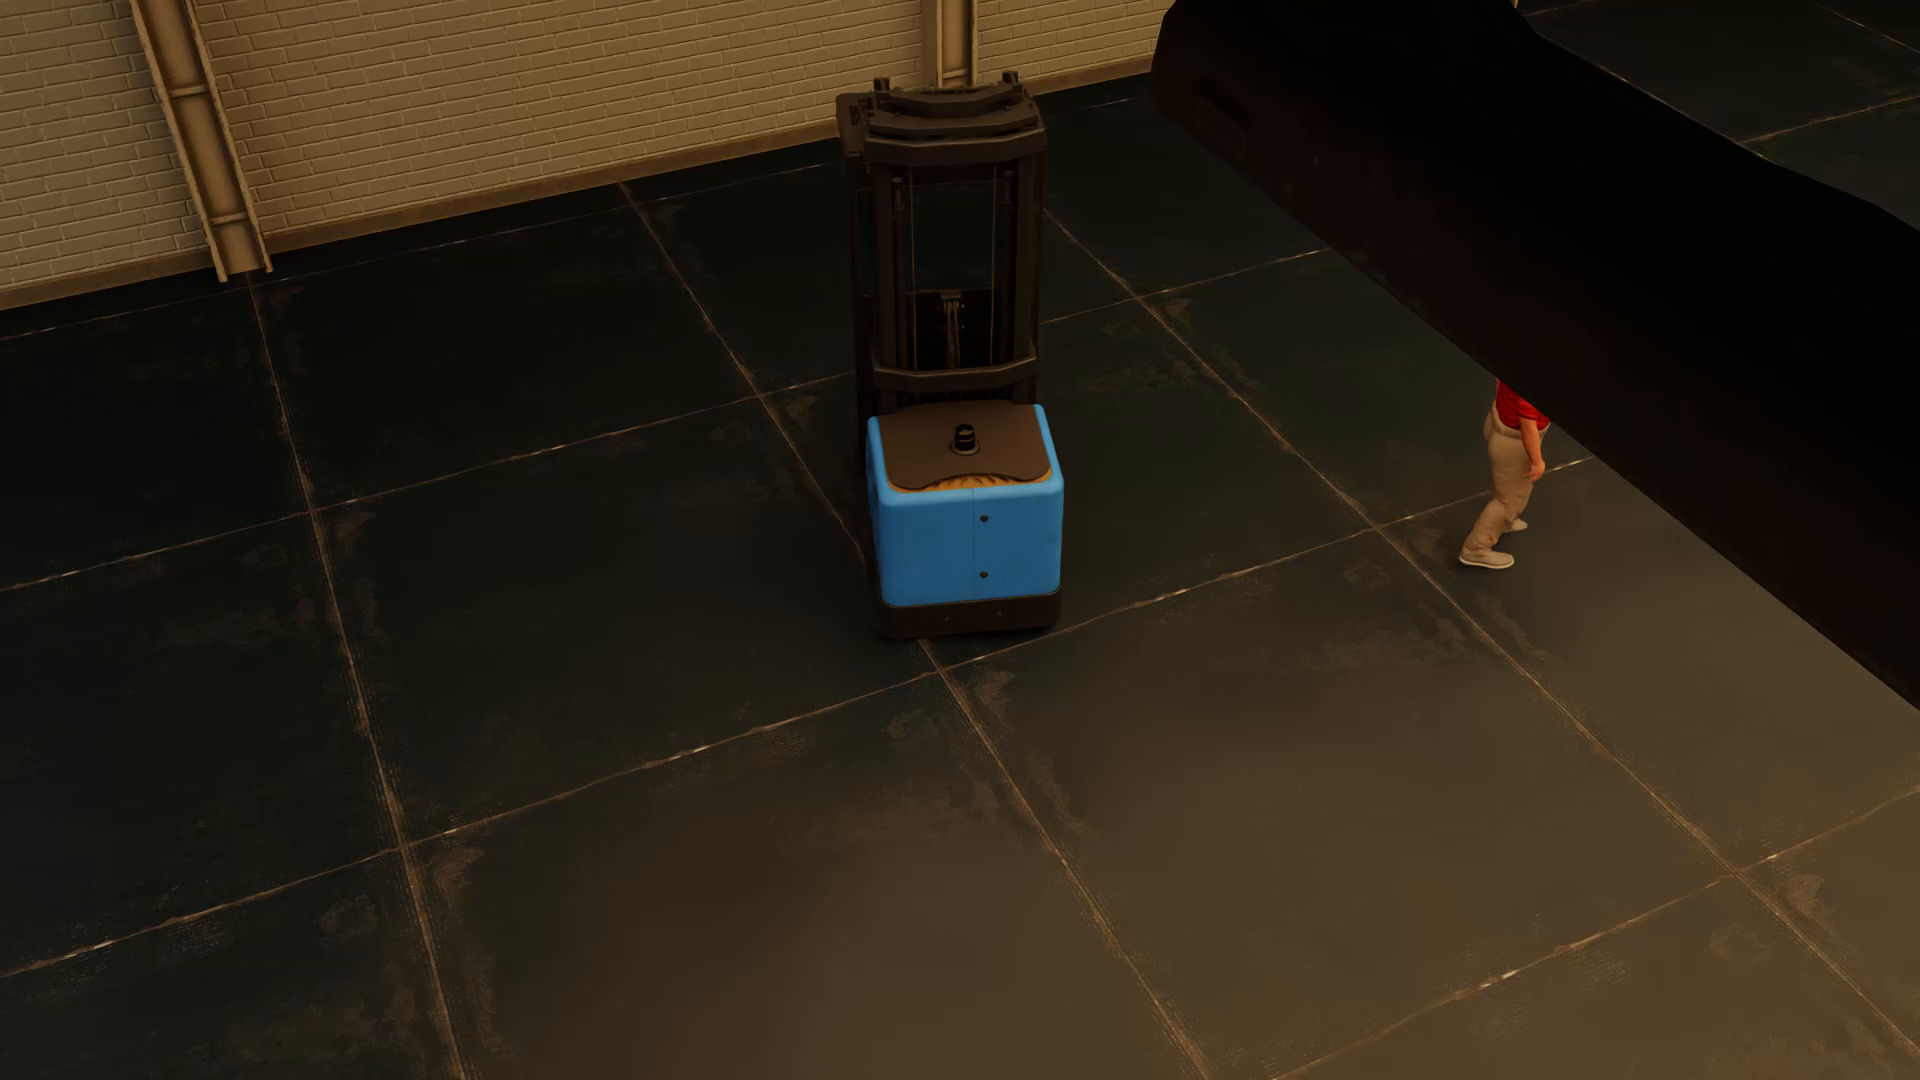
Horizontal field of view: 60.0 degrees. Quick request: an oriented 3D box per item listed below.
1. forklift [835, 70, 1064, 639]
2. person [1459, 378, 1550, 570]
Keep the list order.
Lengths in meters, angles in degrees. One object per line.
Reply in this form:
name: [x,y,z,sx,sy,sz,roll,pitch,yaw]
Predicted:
forklift: [-0.116,-1.501,9.815,1.130,2.935,3.031,-5,40,-6]
person: [3.295,-0.586,9.693,0.495,1.754,0.613,2,40,3]
